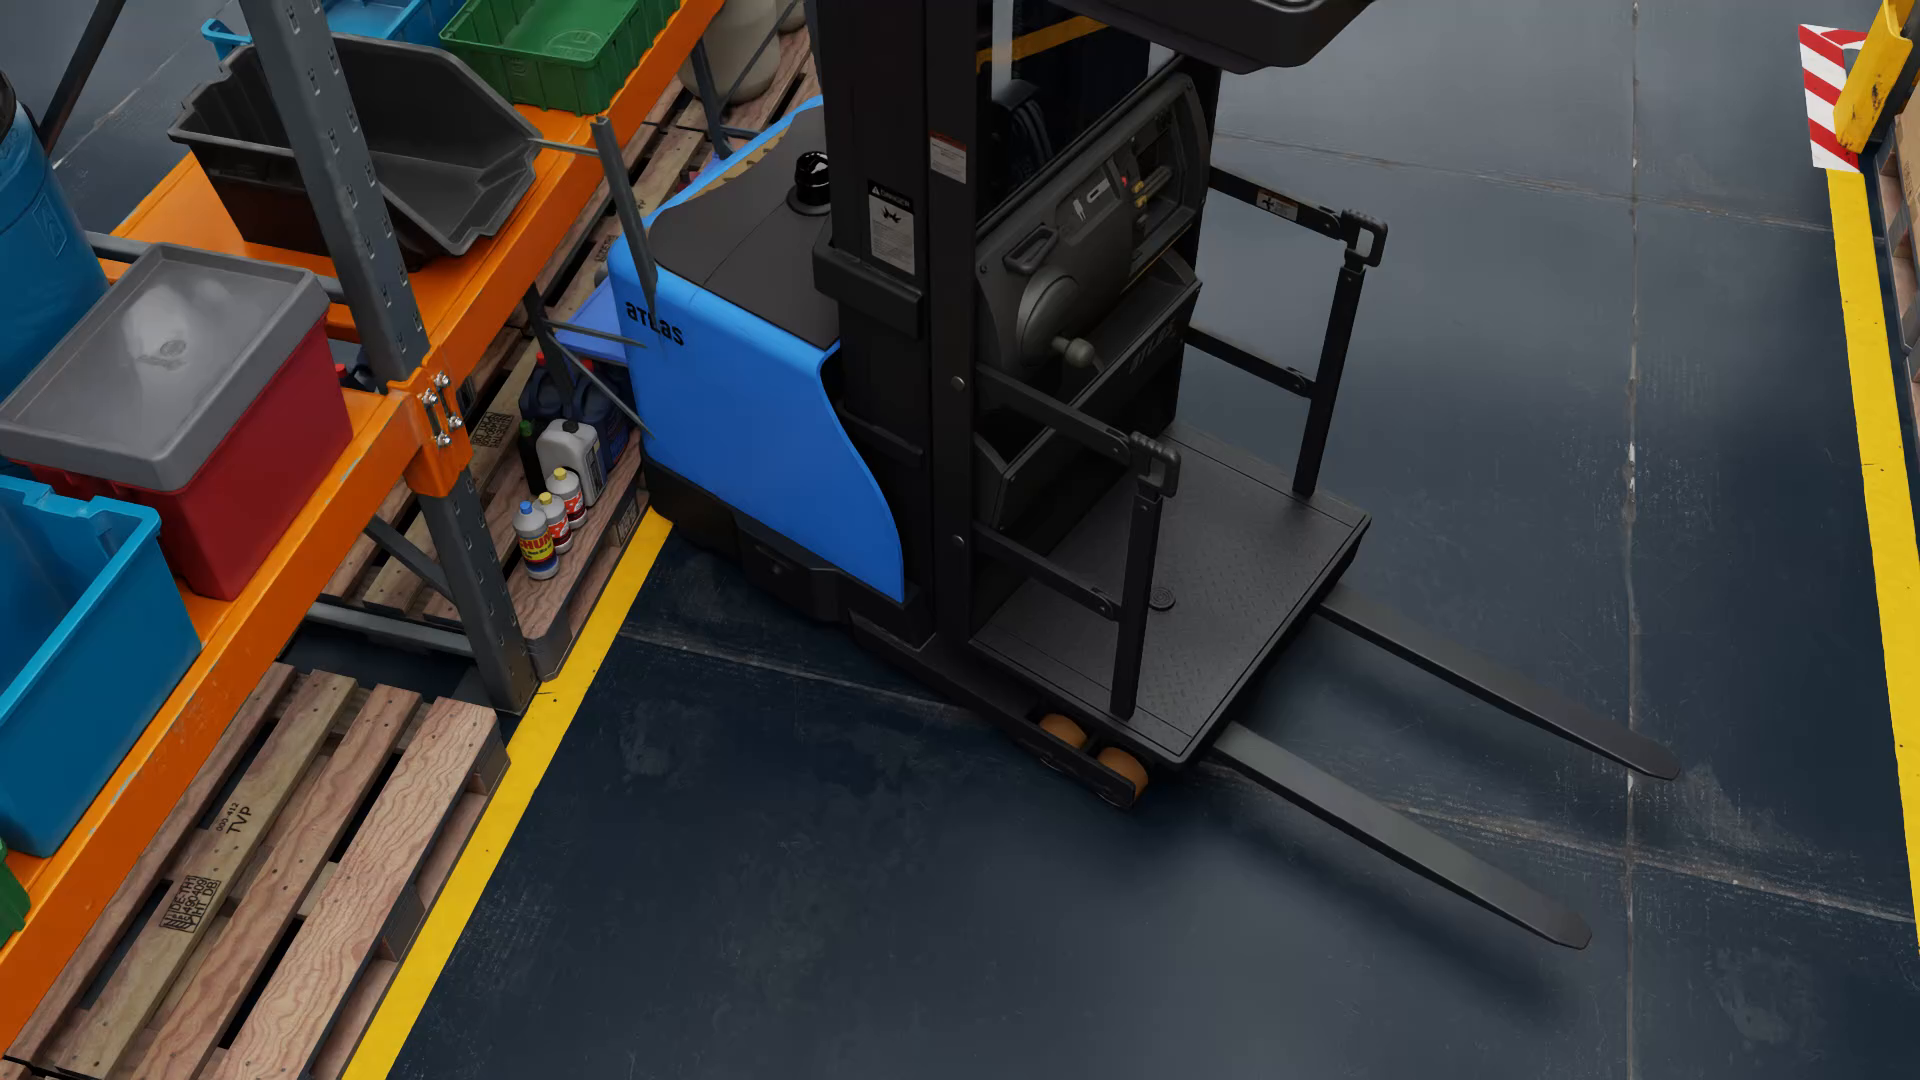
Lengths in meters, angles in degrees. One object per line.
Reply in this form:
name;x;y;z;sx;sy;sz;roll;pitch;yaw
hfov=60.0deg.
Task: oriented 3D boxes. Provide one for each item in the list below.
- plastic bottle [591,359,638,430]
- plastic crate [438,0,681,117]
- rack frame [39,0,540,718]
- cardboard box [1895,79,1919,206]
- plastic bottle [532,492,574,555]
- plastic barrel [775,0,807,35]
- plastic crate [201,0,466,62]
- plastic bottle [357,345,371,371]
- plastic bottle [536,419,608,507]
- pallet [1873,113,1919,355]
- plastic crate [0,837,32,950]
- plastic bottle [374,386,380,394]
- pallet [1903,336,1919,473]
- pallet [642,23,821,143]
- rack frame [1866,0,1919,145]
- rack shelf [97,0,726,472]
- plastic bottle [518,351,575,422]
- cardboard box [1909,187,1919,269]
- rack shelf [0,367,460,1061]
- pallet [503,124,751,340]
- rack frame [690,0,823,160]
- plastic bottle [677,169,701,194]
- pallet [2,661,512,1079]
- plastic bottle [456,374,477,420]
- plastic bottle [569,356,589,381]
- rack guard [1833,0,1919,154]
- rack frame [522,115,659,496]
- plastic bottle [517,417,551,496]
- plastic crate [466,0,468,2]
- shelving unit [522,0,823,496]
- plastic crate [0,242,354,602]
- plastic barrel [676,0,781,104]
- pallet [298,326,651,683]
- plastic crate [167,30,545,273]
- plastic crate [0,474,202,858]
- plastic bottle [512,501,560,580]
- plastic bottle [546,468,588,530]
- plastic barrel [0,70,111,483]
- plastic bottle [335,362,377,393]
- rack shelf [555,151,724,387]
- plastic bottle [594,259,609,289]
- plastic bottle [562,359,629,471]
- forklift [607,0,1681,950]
plastic bottle;-1.069;-0.530;5.190;0.144;0.351;0.185;10;49;8
plastic crate;-1.102;-1.479;4.696;0.450;0.188;0.662;12;50;10
rack frame;-1.731;-0.622;3.799;1.000;3.000;0.127;12;50;10
cardboard box;3.744;-1.421;6.057;0.500;0.250;0.500;12;50;10
plastic bottle;-1.198;-0.060;4.875;0.097;0.201;0.097;0;49;0
plastic barrel;-0.778;-2.340;6.694;0.421;0.512;0.421;0;49;0
plastic crate;-1.702;-1.427;4.608;0.499;0.251;0.616;12;50;10
plastic bottle;-1.789;-0.553;5.211;0.144;0.351;0.185;9;49;8
plastic bottle;-1.166;-0.250;4.993;0.152;0.276;0.135;13;50;11
pallet;3.938;-1.051;6.037;1.003;0.211;1.213;12;50;10
plastic crate;-1.917;0.763;2.717;0.450;0.188;0.662;12;50;10
plastic bottle;-1.701;-0.386;5.063;0.144;0.351;0.185;12;50;10
pallet;3.615;-0.172;5.261;1.003;0.211;1.213;12;50;10
pallet;-0.872;-1.942;6.823;1.003;0.211;1.213;12;50;10
rack frame;4.099;-2.536;5.487;1.000;3.000;0.127;12;50;10
rack shelf;-1.205;-1.831;5.345;1.077;0.370;4.000;12;50;10
plastic bottle;-1.258;-0.422;5.095;0.144;0.351;0.185;12;50;10
cardboard box;3.615;-1.058;5.737;0.500;0.250;0.500;12;50;10
rack shelf;-2.258;1.062;2.792;1.077;0.370;4.000;12;50;10
pallet;-1.195;-1.063;6.047;1.003;0.211;1.213;12;50;10
rack frame;-0.582;-1.283;5.310;0.500;1.500;0.032;15;51;21
plastic bottle;-0.935;-1.191;5.819;0.061;0.283;0.133;12;50;10
pallet;-1.900;0.876;4.336;1.003;0.211;1.213;12;50;10
plastic bottle;-1.640;-0.517;5.229;0.152;0.276;0.135;12;50;10
plastic bottle;-1.197;-0.496;5.213;0.097;0.271;0.097;0;49;0
rack guard;4.106;-1.726;6.440;1.175;0.500;0.348;12;50;10
rack frame;-1.006;-0.577;4.715;0.500;1.500;0.032;15;51;21
plastic bottle;-1.269;-0.273;5.009;0.061;0.283;0.133;12;50;10
plastic crate;-1.548;-1.760;4.978;0.530;0.136;0.437;12;50;10
shelving unit;-0.794;-0.930;5.012;0.538;1.500;1.048;15;51;21
plastic crate;-1.563;-0.233;3.412;0.402;0.464;0.583;12;50;10
plastic barrel;-0.910;-1.978;6.374;0.421;0.512;0.421;0;49;0
pallet;-1.514;-0.177;5.266;1.003;0.211;1.213;12;50;10
plastic crate;-1.471;-0.955;4.134;0.767;0.338;0.504;12;50;10
plastic crate;-1.721;0.242;3.046;0.392;0.384;0.575;12;50;10
plastic bottle;-1.224;-0.009;4.784;0.097;0.271;0.097;0;49;0
plastic bottle;-1.171;-0.133;4.940;0.097;0.201;0.097;0;49;0
plastic barrel;-2.125;-0.569;3.417;0.600;0.901;0.708;12;50;10
plastic bottle;-1.840;-0.414;5.088;0.144;0.351;0.185;10;49;9
rack shelf;-0.773;-0.808;5.143;0.538;0.185;1.000;15;51;21
plastic bottle;-1.106;-0.824;5.500;0.152;0.276;0.135;12;50;10
plastic bottle;-1.118;-0.393;5.070;0.144;0.351;0.185;13;50;11
forklift;0.503;-0.693;3.907;3.031;2.935;1.130;29;55;23
